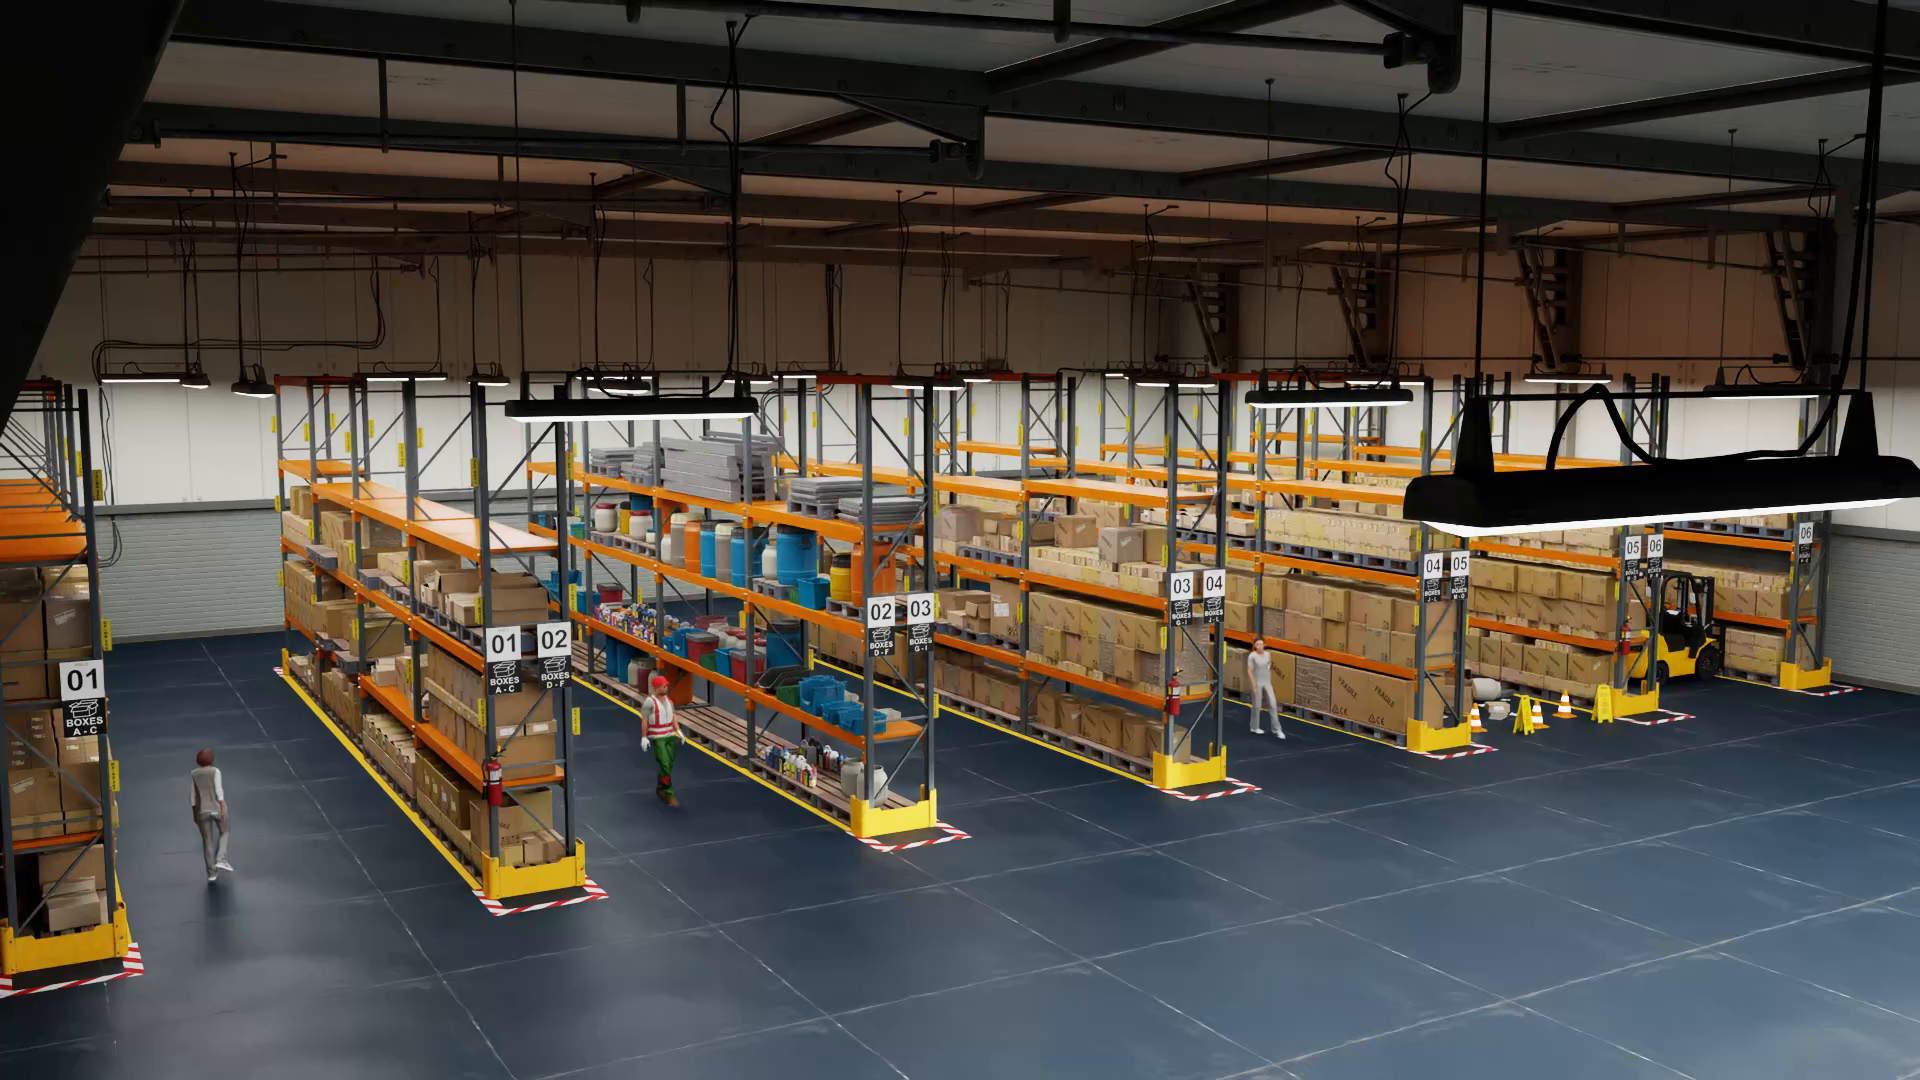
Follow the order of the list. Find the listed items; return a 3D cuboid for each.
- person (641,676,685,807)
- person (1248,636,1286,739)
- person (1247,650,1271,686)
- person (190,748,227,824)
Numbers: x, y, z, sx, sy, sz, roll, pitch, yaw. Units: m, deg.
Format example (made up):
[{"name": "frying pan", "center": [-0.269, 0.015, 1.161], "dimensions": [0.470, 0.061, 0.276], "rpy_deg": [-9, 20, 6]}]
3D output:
[{"name": "person", "center": [-8.886, 2.176, 30.061], "dimensions": [15.748, 1.813, 5.233], "rpy_deg": [5, 8, 36]}, {"name": "person", "center": [5.111, 2.459, 27.904], "dimensions": [0.553, 1.682, 0.640], "rpy_deg": [-2, 6, -14]}, {"name": "person", "center": [-4.249, 1.961, 32.330], "dimensions": [19.756, 1.666, 7.666], "rpy_deg": [0, 6, 5]}, {"name": "person", "center": [-9.140, 3.001, 20.197], "dimensions": [0.412, 0.939, 0.364], "rpy_deg": [-2, 7, -18]}]
